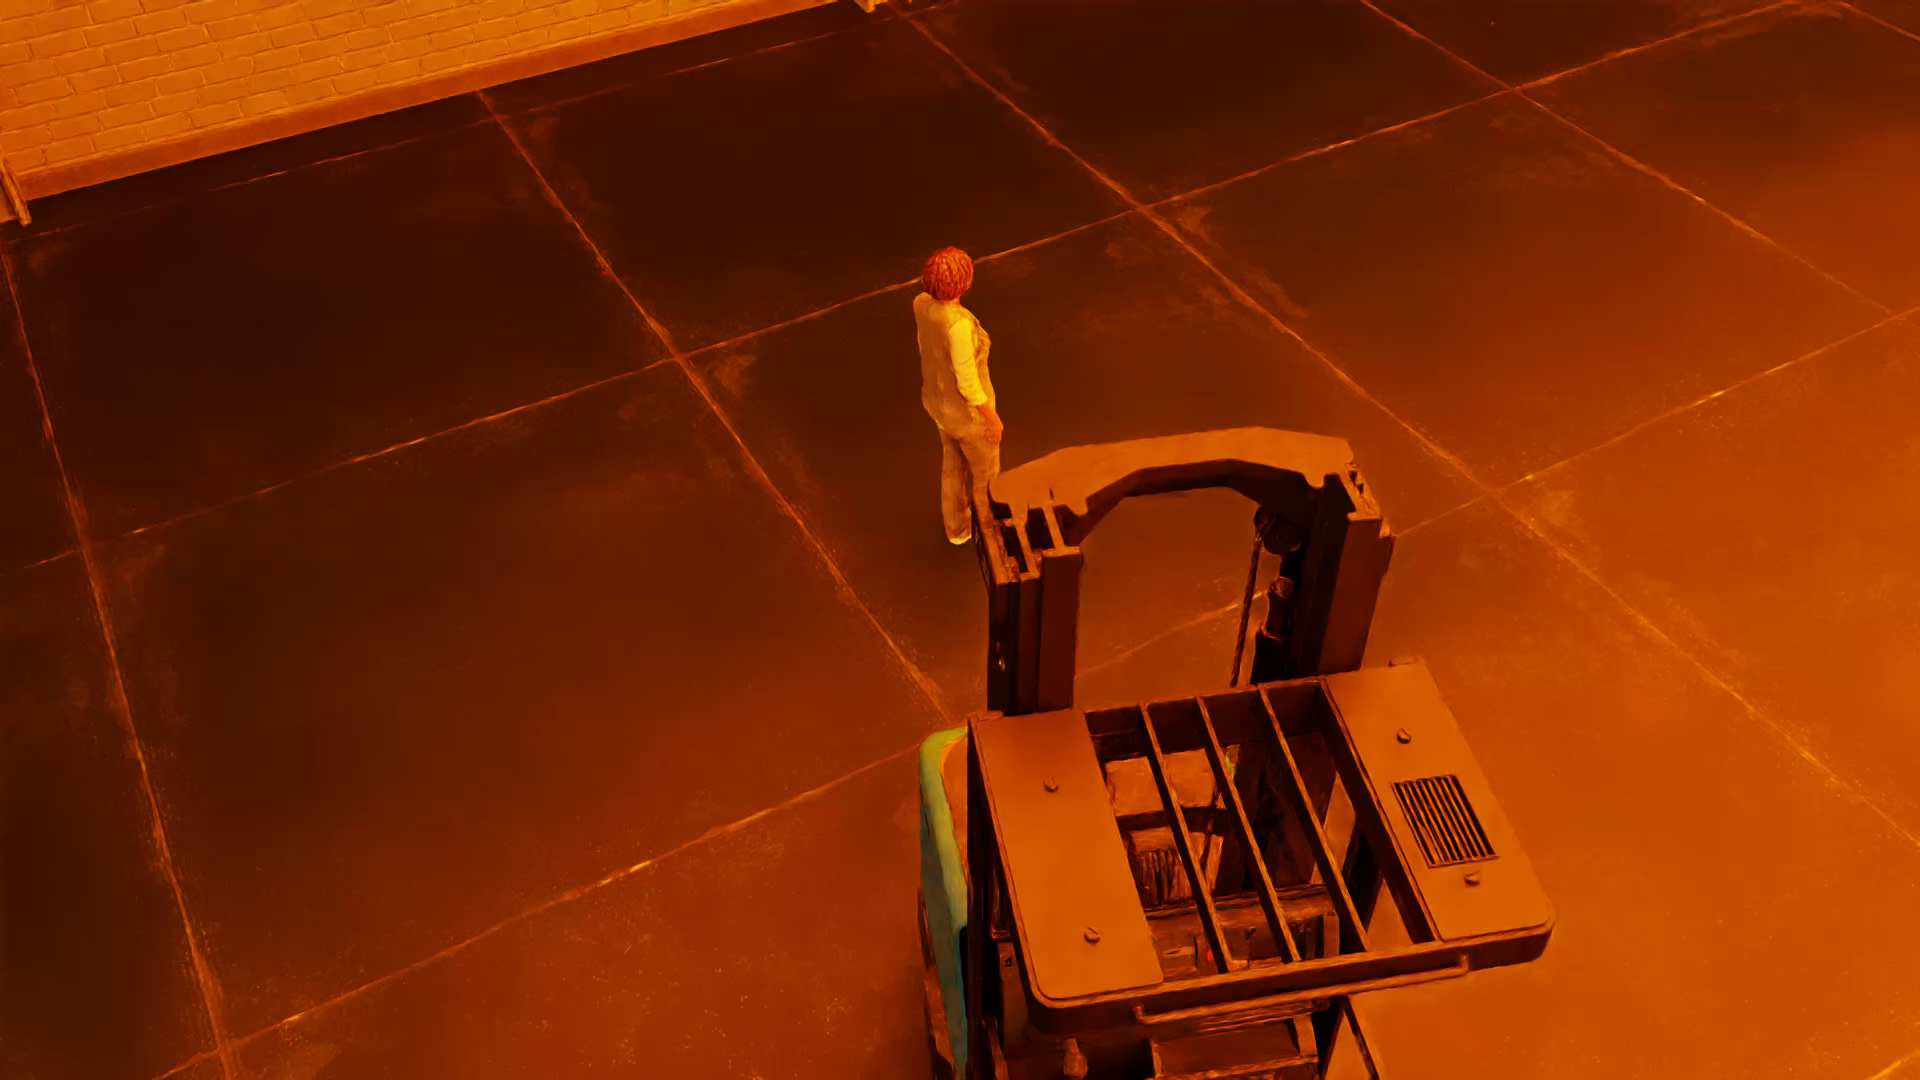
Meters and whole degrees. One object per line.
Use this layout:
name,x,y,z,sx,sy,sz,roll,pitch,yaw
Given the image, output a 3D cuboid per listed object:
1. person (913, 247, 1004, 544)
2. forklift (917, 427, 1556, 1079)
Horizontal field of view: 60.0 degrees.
person,0.071,-0.608,7.324,0.474,1.597,0.521,-21,47,-21
forklift,0.604,1.289,4.308,1.130,2.935,3.031,-7,43,-7
